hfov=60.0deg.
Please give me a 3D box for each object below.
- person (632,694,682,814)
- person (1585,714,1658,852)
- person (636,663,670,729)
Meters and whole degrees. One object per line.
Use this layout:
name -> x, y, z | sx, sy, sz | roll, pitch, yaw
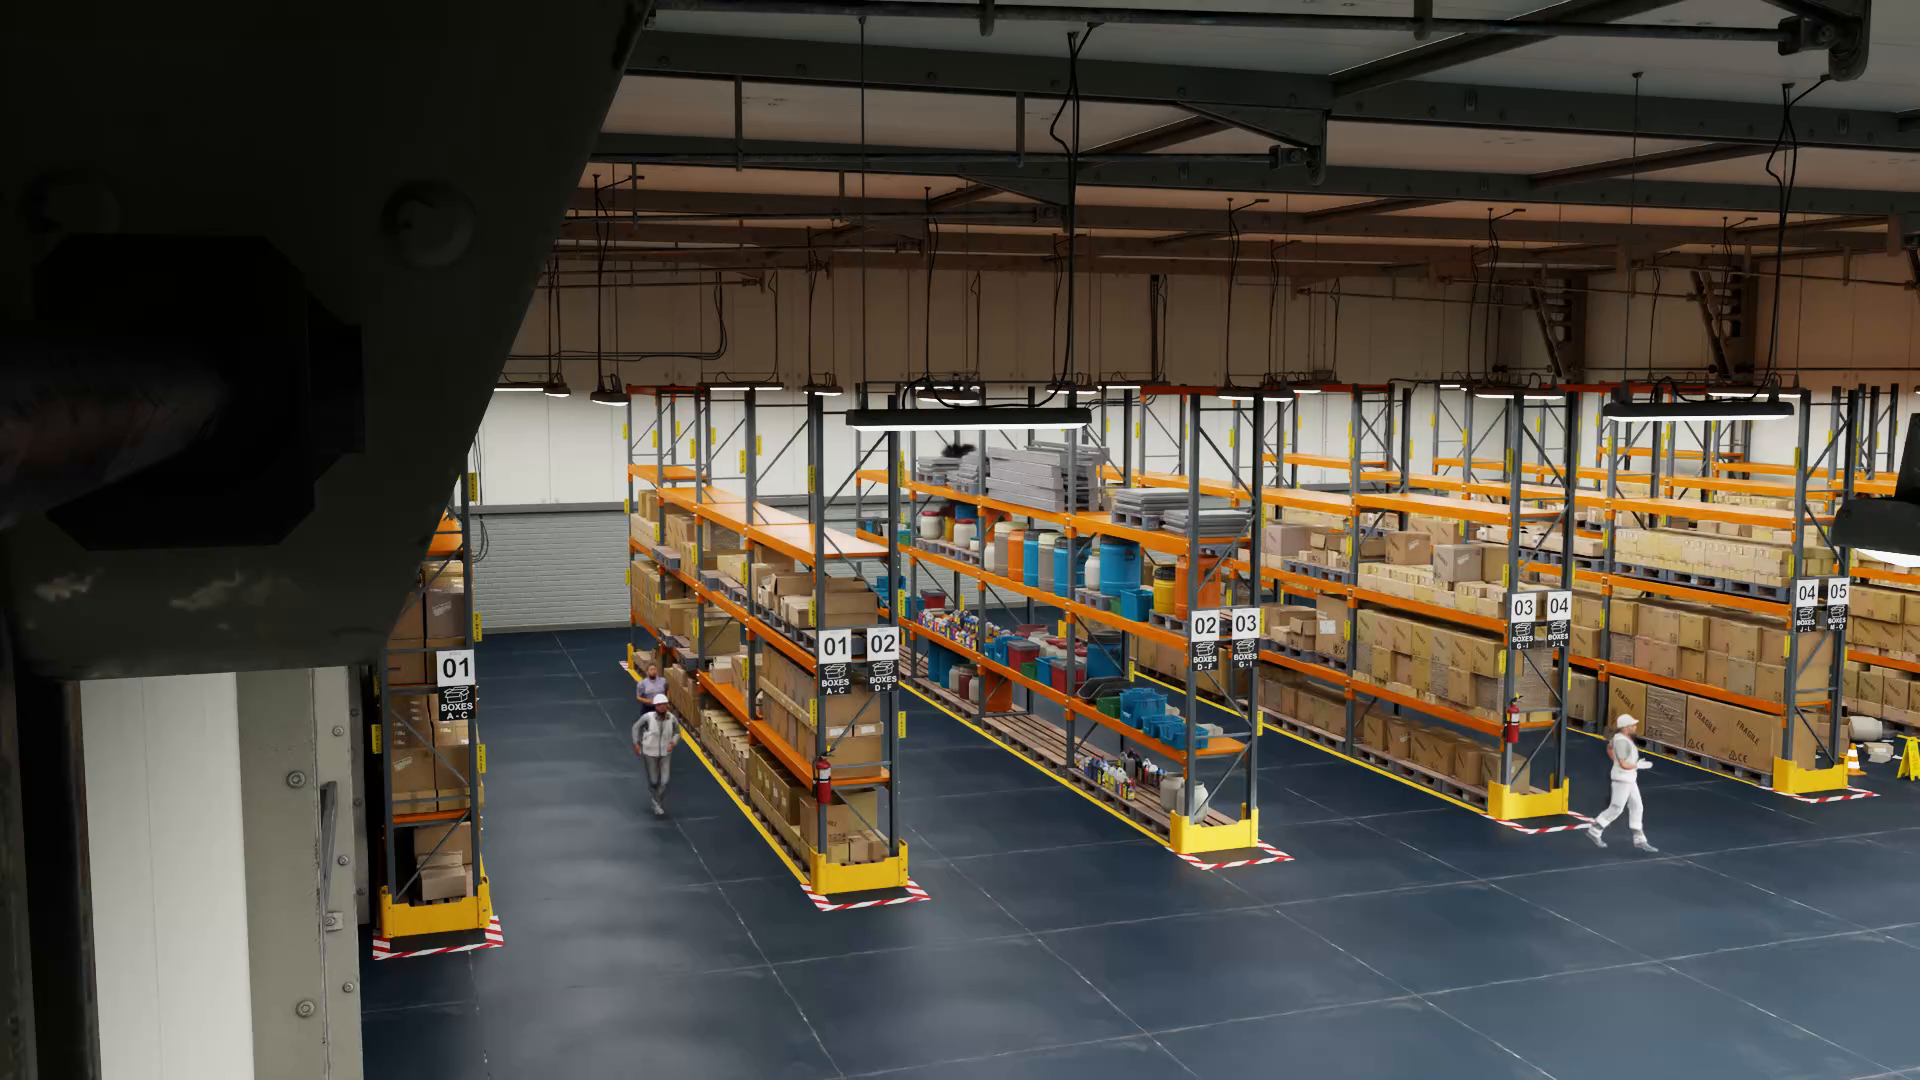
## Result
person -> -4.318, 3.042, 23.760 | 0.693, 1.731, 0.684 | -2, 6, -20
person -> 8.690, 3.166, 21.755 | 0.889, 1.793, 0.663 | 3, 7, 29
person -> -4.883, 2.775, 26.582 | 0.579, 1.629, 0.643 | -2, 6, -18
